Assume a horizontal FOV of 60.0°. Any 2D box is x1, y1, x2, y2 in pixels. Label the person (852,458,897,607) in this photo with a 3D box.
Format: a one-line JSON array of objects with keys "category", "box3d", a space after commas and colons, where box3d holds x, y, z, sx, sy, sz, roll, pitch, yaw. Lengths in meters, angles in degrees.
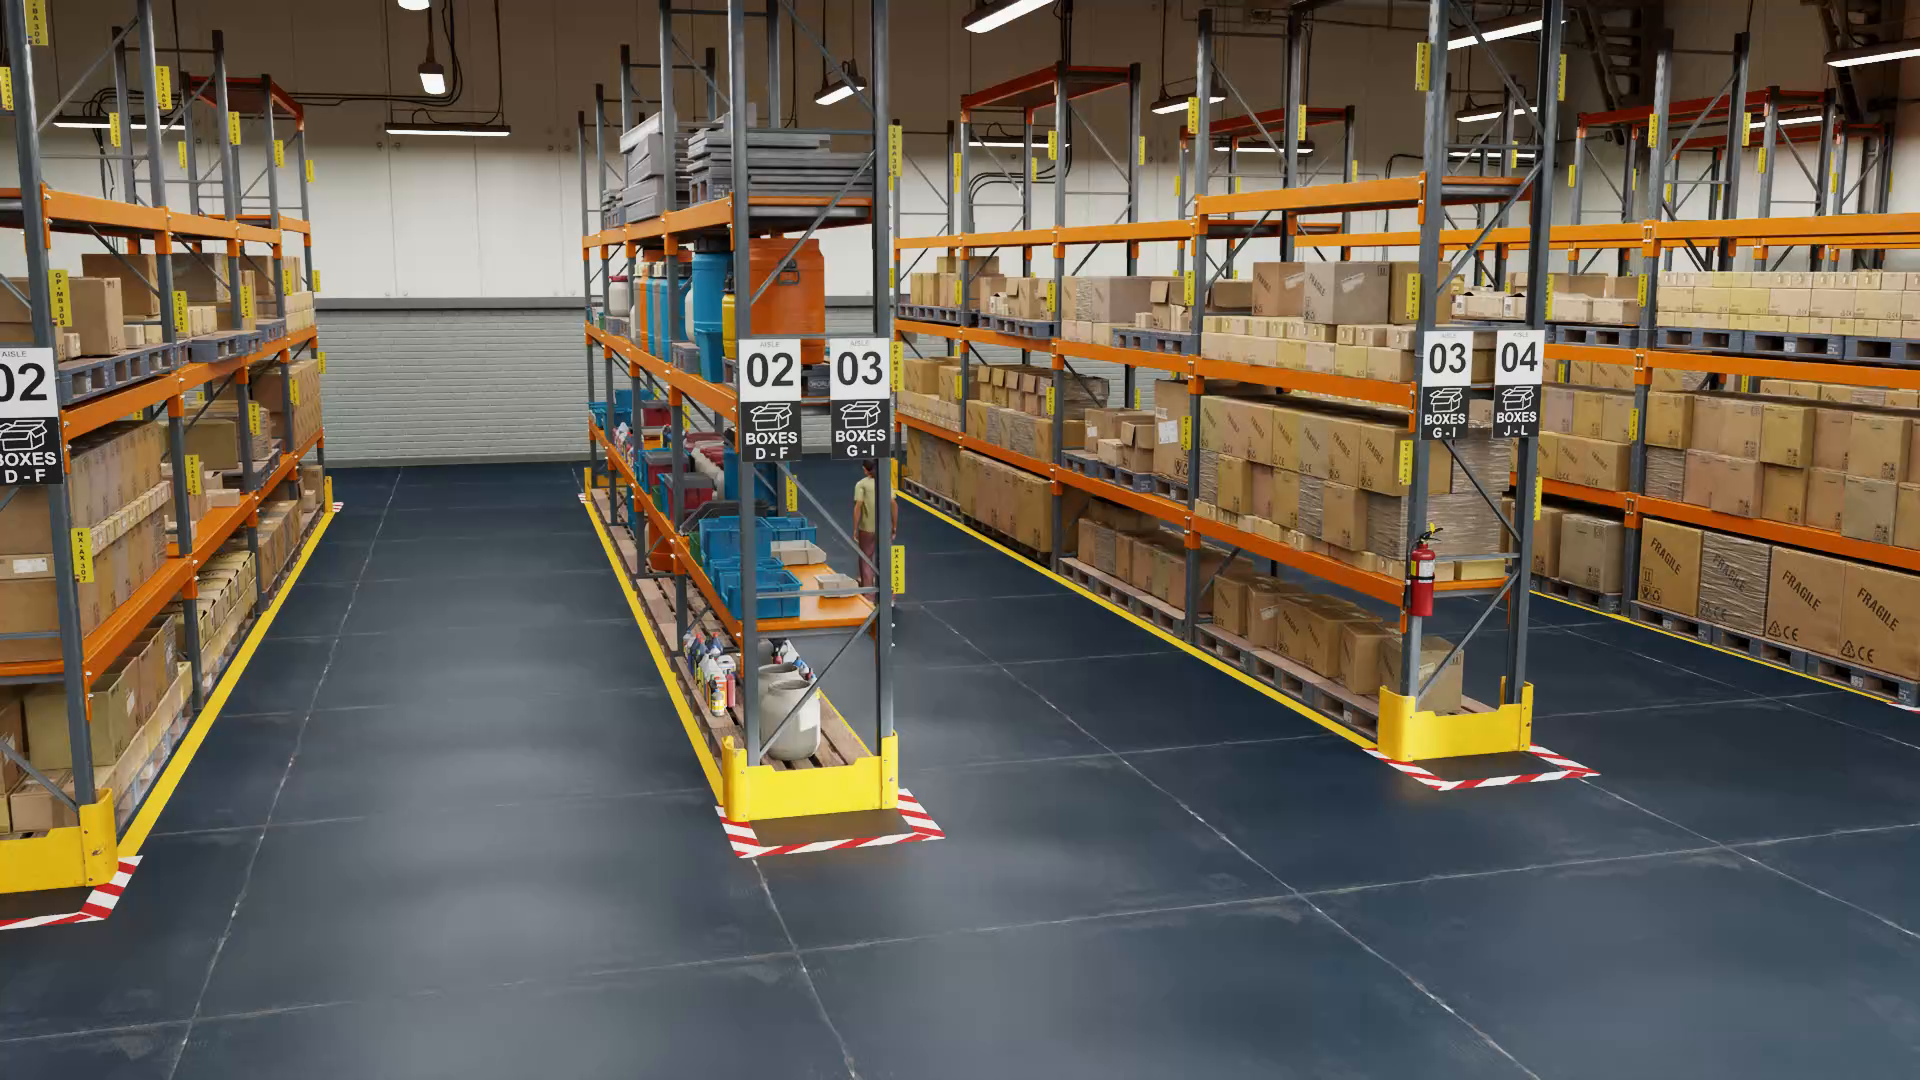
[{"category": "person", "box3d": [-0.927, -0.102, 18.004, 0.519, 1.673, 0.355, -3, 10, -19]}]
